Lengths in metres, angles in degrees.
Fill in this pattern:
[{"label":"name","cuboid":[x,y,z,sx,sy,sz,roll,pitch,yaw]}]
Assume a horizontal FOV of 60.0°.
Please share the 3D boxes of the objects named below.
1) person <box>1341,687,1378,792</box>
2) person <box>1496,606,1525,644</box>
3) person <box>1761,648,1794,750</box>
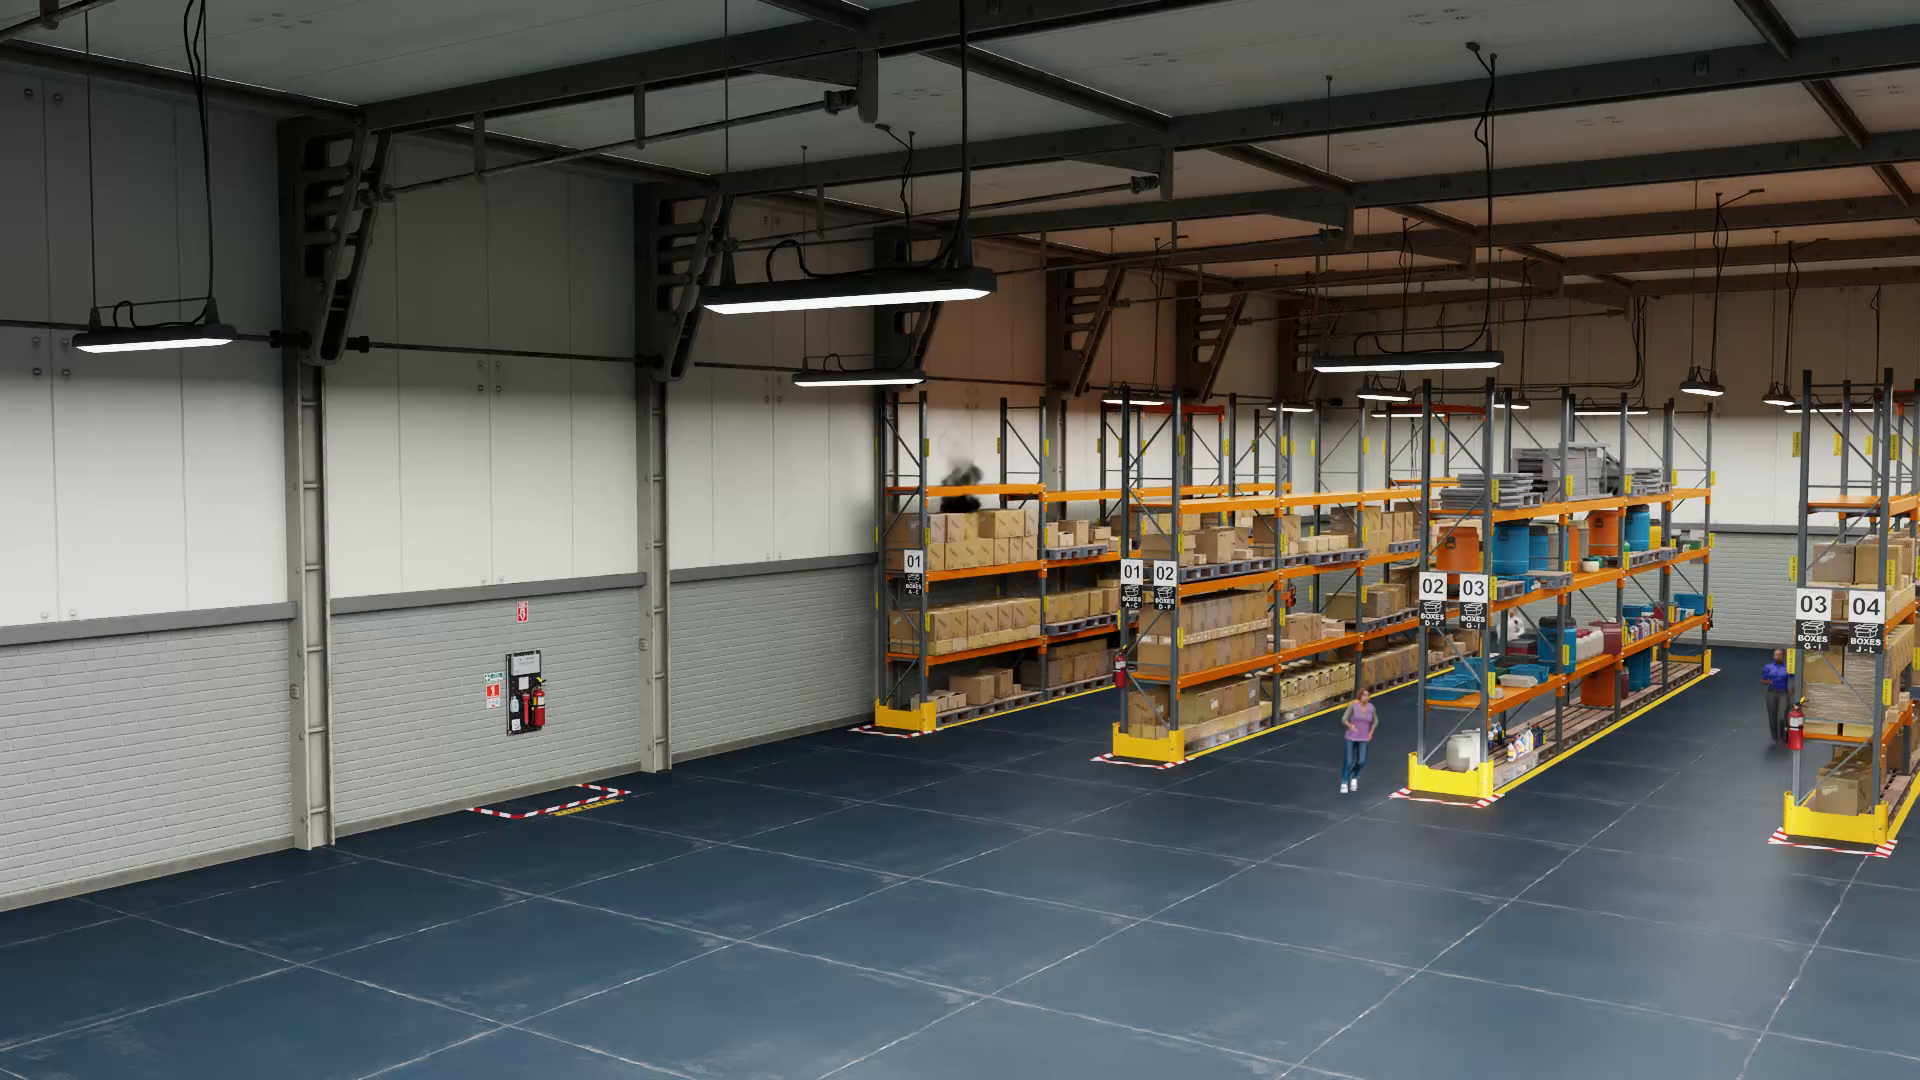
[{"label":"person","cuboid":[5.780,2.896,24.017,0.543,1.535,0.543,0,3,7]},{"label":"person","cuboid":[11.827,2.191,35.765,0.605,1.659,0.535,1,3,22]},{"label":"person","cuboid":[13.622,2.651,27.675,0.555,1.684,0.660,2,4,32]}]
